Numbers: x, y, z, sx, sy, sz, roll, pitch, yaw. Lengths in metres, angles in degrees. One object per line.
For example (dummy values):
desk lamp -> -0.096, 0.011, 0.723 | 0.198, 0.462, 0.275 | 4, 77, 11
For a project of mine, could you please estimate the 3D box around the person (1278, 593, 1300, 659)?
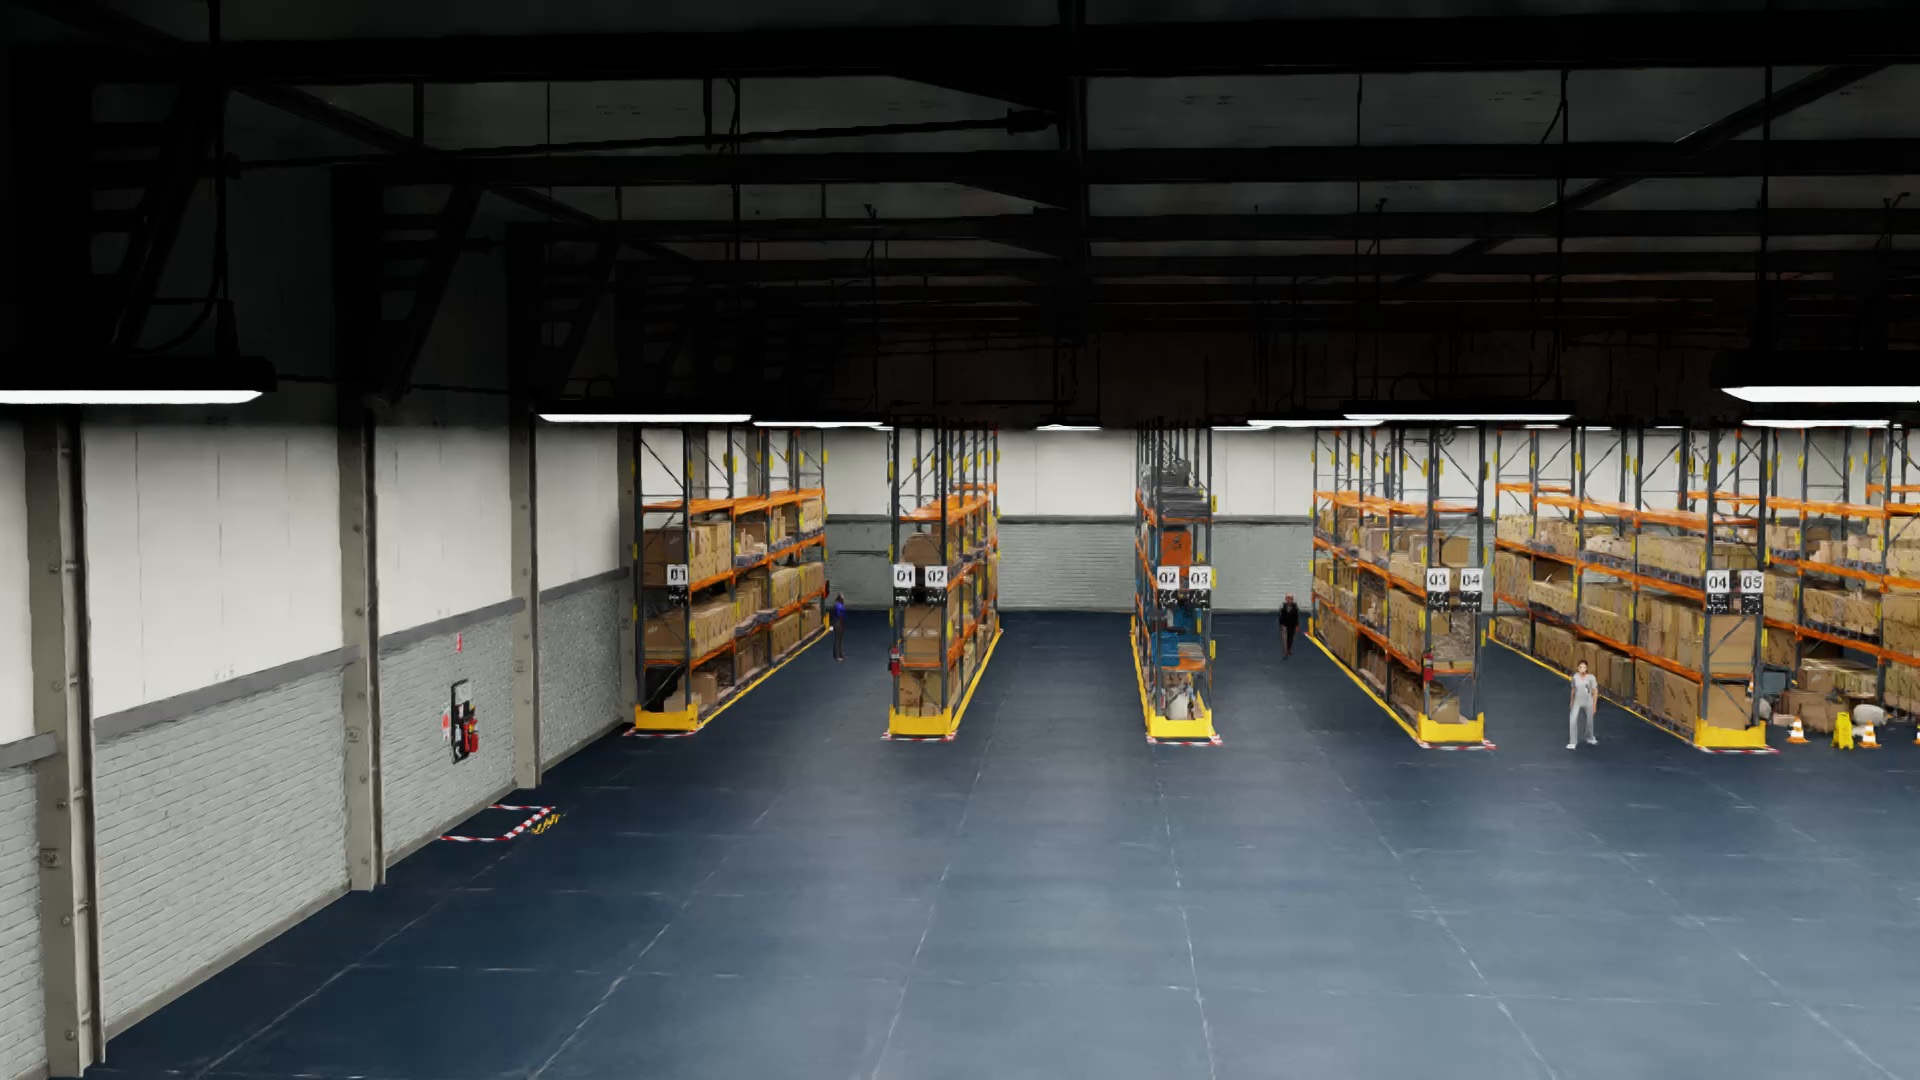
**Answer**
person -> 8.314, 2.152, 41.972 | 0.543, 1.644, 1.119 | 0, 4, 2

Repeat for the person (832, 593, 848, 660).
person -> -2.987, 2.156, 41.732 | 0.437, 1.666, 0.553 | -1, 4, -17

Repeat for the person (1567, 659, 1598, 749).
person -> 11.281, 2.952, 30.087 | 0.487, 1.615, 0.957 | 2, 4, 27
